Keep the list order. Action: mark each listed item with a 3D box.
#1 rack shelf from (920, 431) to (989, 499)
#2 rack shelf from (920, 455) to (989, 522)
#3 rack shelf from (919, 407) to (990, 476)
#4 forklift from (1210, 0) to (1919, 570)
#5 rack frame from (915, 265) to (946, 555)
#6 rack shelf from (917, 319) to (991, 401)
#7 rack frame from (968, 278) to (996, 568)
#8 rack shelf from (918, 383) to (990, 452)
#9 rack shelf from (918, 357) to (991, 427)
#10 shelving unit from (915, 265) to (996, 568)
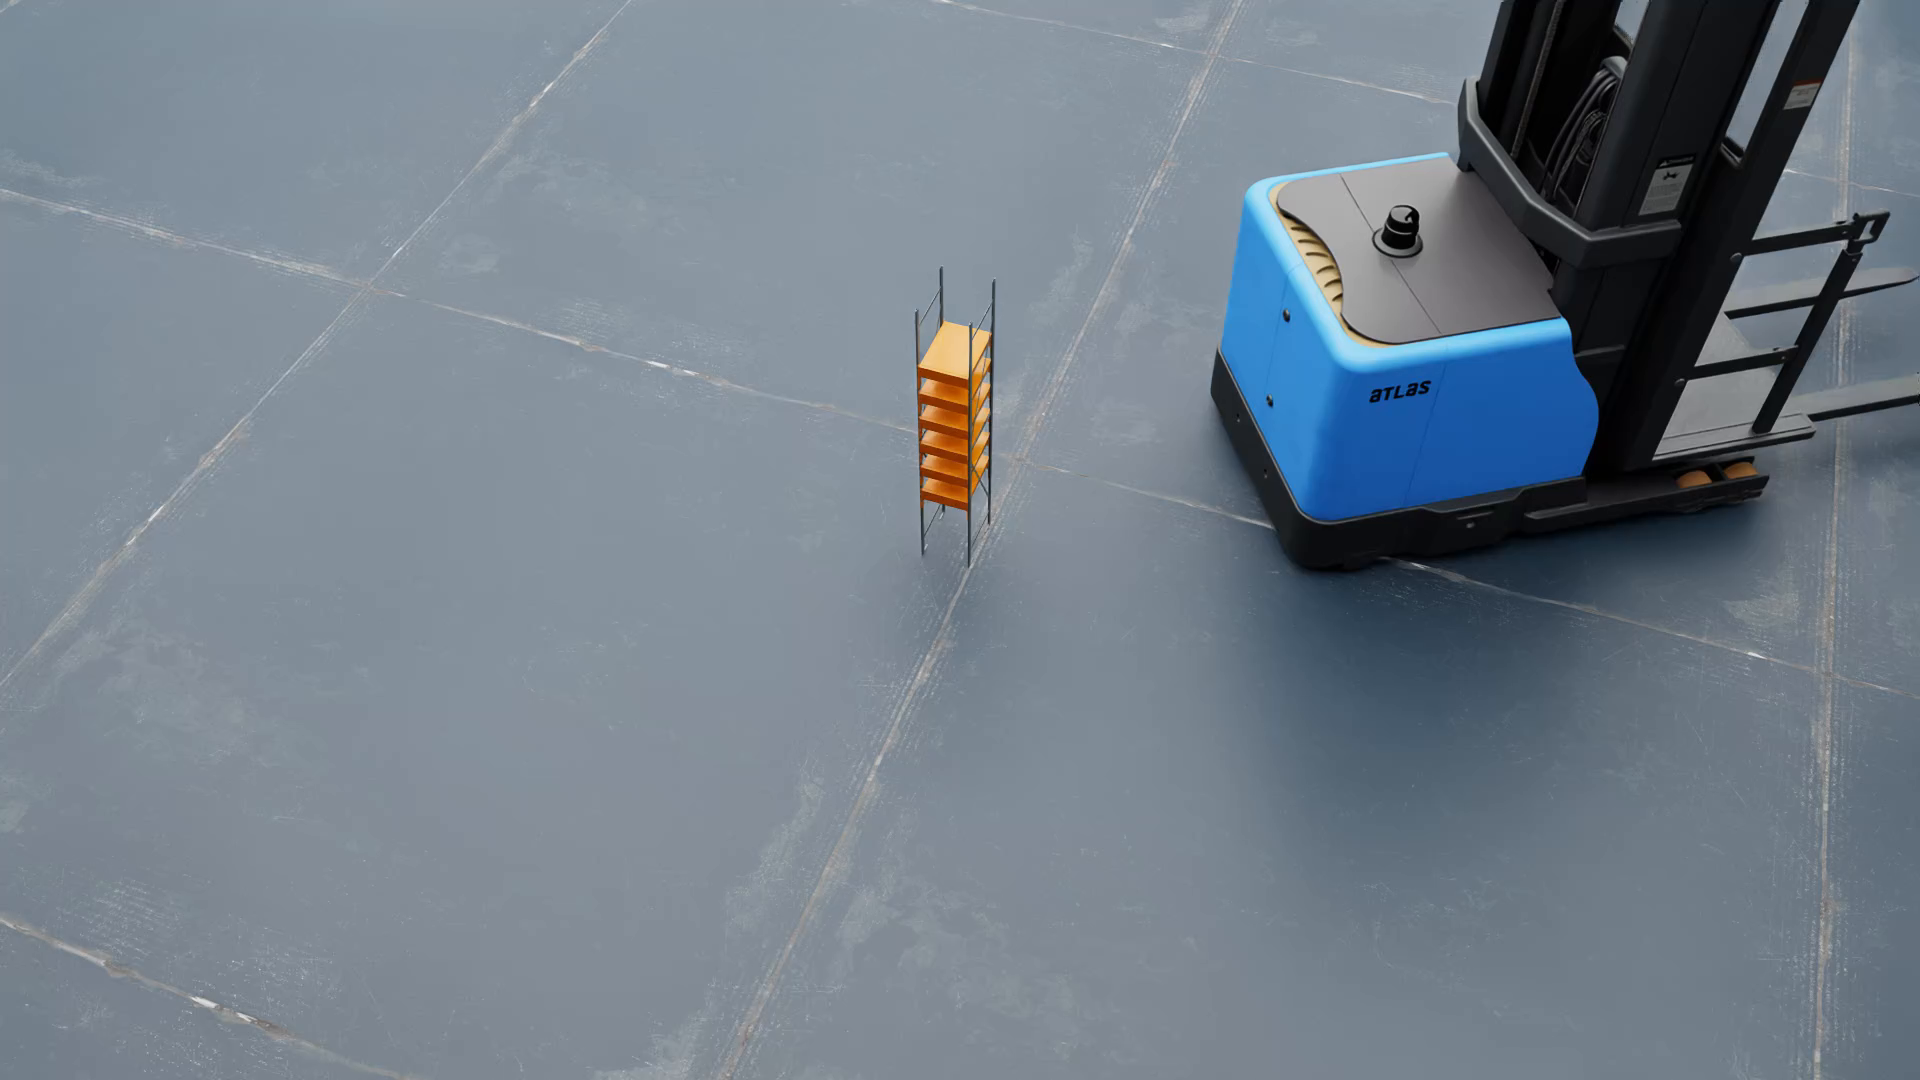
[{"bbox_3d":[-0.014,-0.289,5.924,0.180,0.103,0.258,16,51,13],"label":"rack shelf"},{"bbox_3d":[-0.014,-0.210,6.015,0.180,0.103,0.258,16,51,13],"label":"rack shelf"},{"bbox_3d":[-0.014,-0.368,5.833,0.180,0.103,0.258,16,51,13],"label":"rack shelf"},{"bbox_3d":[2.577,-1.445,5.563,3.031,2.935,1.130,-10,50,-9],"label":"forklift"},{"bbox_3d":[-0.099,-0.421,5.821,0.006,1.200,0.240,16,51,13],"label":"rack frame"},{"bbox_3d":[-0.014,-0.603,5.561,0.180,0.103,0.258,16,51,13],"label":"rack shelf"},{"bbox_3d":[0.072,-0.373,5.779,0.006,1.200,0.240,16,51,13],"label":"rack frame"},{"bbox_3d":[-0.014,-0.446,5.743,0.180,0.103,0.258,16,51,13],"label":"rack shelf"},{"bbox_3d":[-0.014,-0.525,5.652,0.180,0.103,0.258,16,51,13],"label":"rack shelf"},{"bbox_3d":[-0.014,-0.397,5.800,0.189,1.200,0.258,16,51,13],"label":"shelving unit"}]
